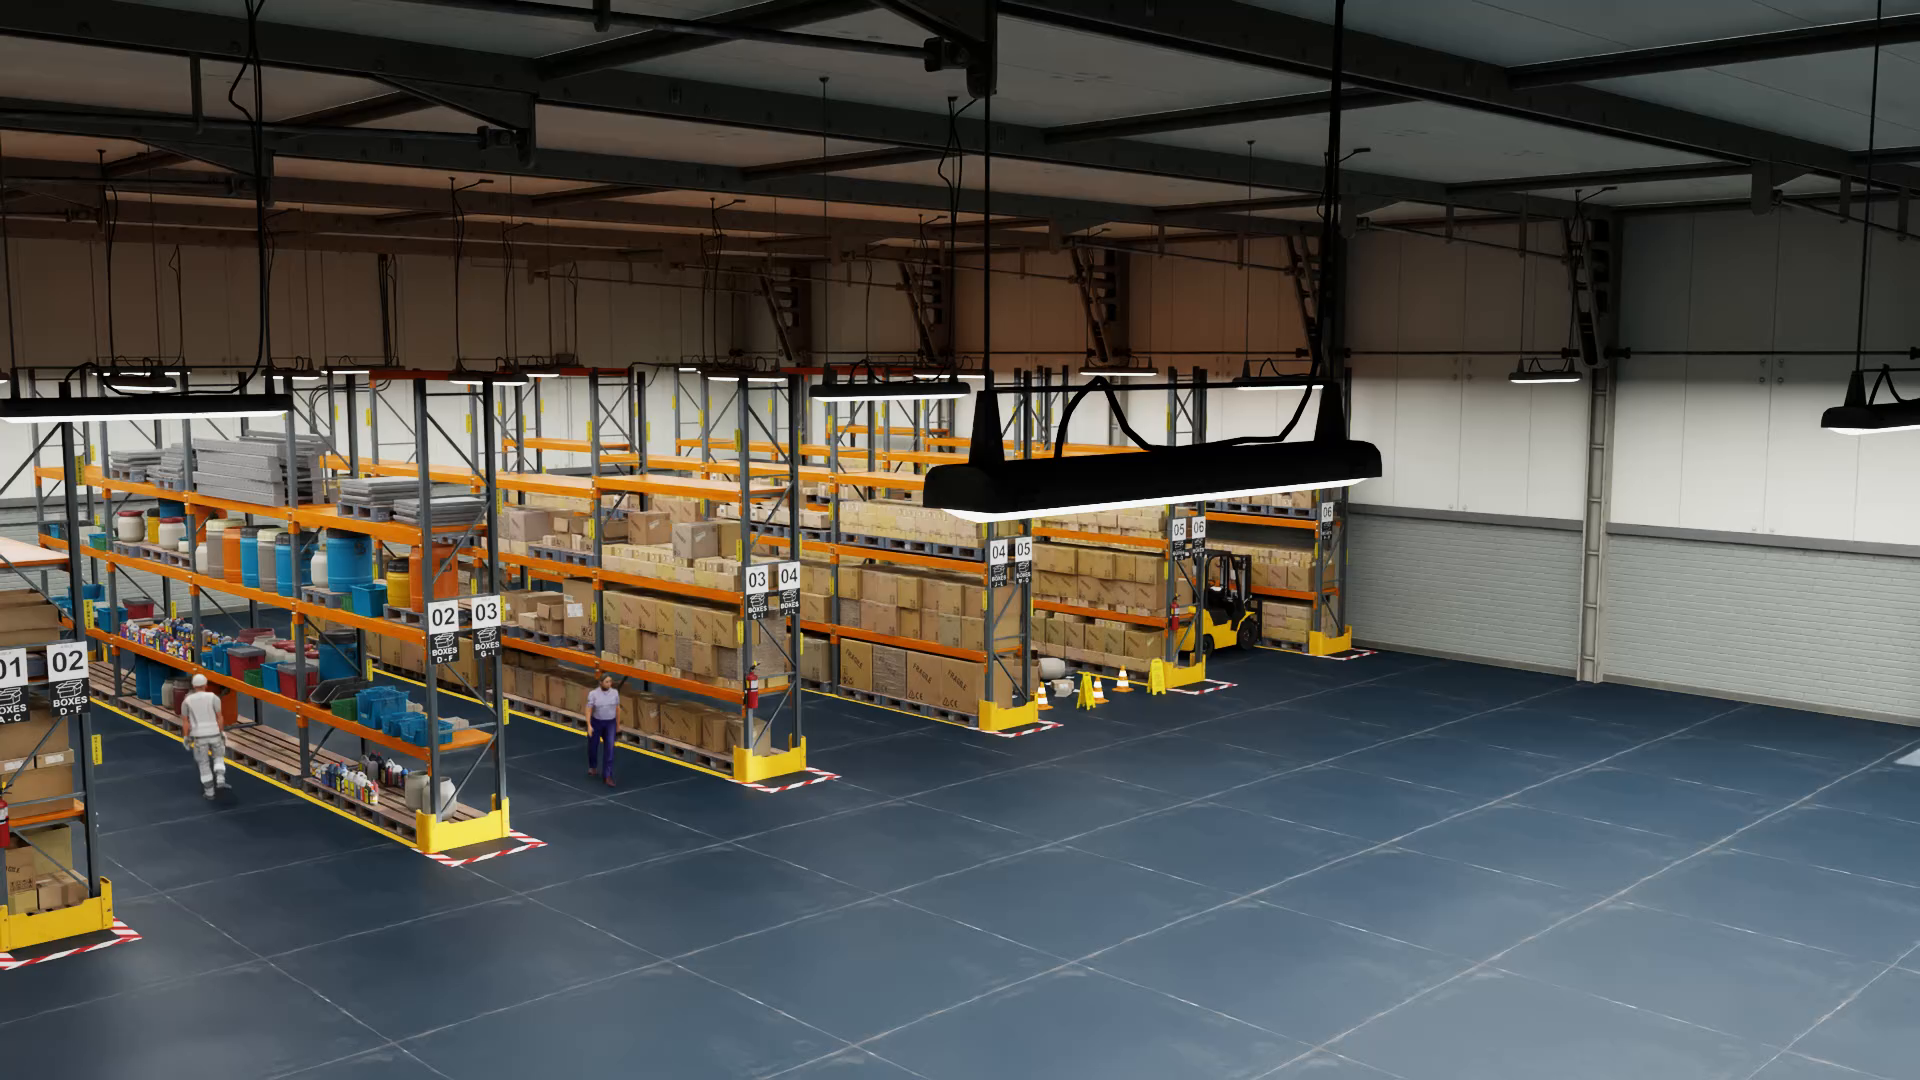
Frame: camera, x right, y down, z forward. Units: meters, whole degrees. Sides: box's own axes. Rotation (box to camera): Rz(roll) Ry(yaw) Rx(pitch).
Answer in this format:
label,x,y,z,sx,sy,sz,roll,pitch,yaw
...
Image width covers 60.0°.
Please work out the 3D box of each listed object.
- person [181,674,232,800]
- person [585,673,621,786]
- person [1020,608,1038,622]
label,x,y,z,sx,sy,sz,roll,pitch,yaw
person,-10.683,2.788,23.559,0.578,1.779,0.552,-4,8,-34
person,-5.269,2.764,24.597,0.556,1.617,0.876,-3,7,-27
person,1.744,1.046,39.206,0.562,1.781,0.619,3,7,28
